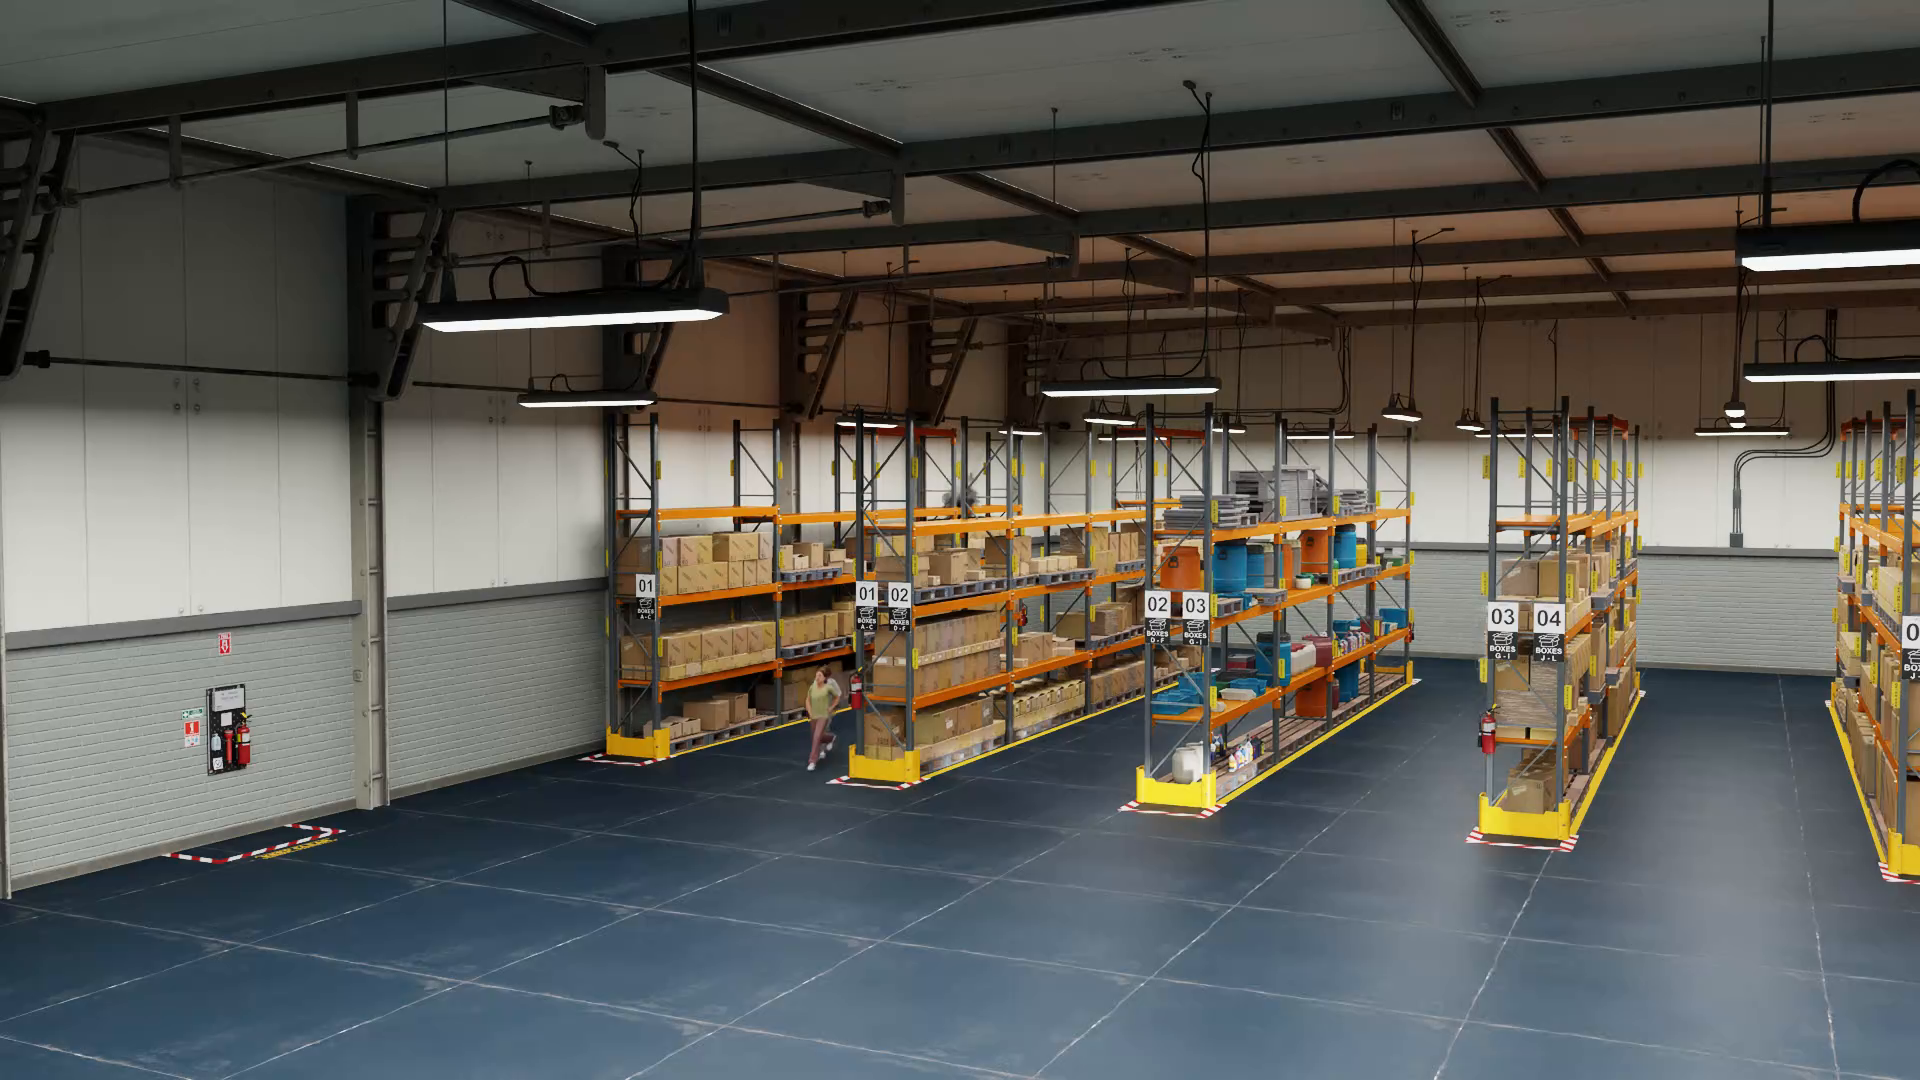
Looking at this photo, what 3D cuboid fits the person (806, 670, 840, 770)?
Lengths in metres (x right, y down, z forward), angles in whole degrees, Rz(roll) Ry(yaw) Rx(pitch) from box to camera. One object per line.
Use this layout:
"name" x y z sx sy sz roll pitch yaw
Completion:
"person" -2.356 3.017 28.185 0.558 1.655 1.024 1 3 26

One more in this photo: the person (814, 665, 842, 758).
"person" -2.359 2.976 29.043 0.541 1.567 0.843 0 2 6
